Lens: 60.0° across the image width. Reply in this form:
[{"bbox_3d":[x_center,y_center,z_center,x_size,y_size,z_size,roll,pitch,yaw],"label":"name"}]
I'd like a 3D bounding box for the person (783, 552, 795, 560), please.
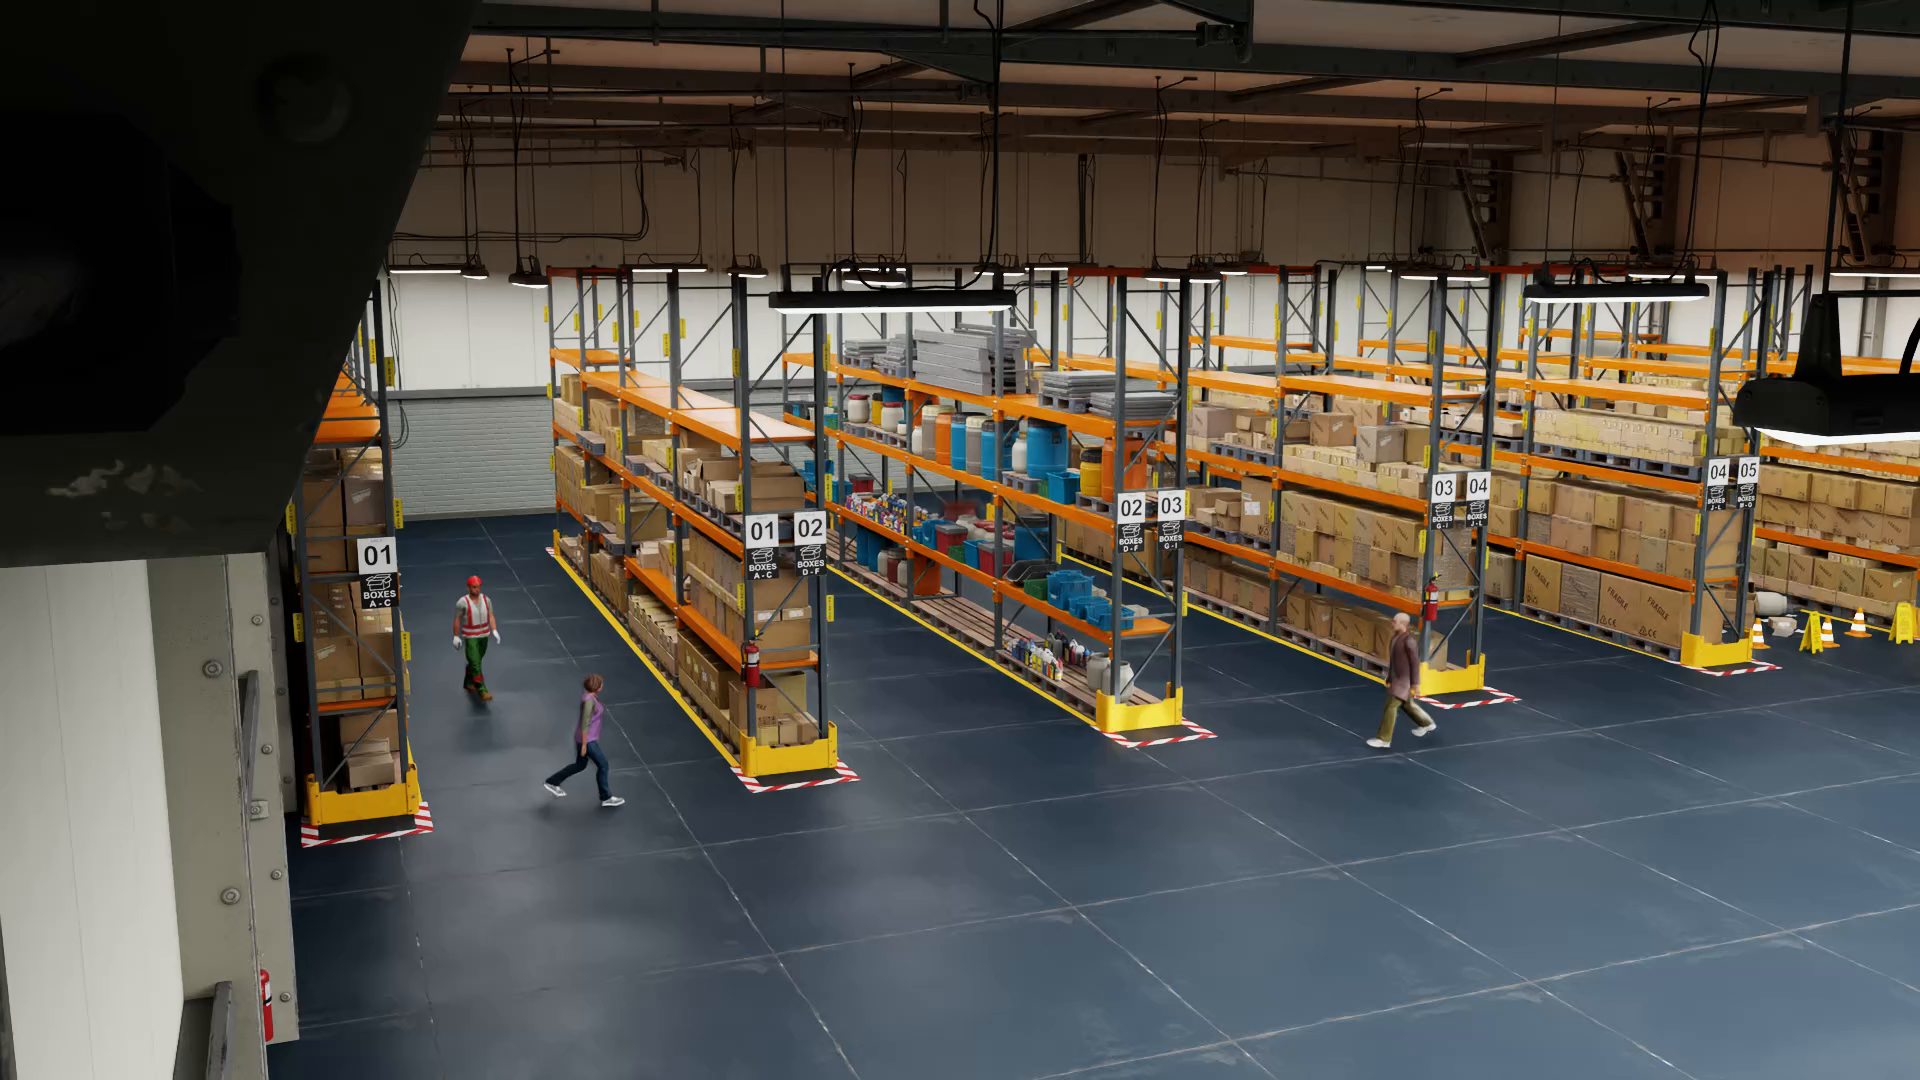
[{"bbox_3d":[-3.287,0.103,31.137,0.557,1.661,1.069,-3,10,-19],"label":"person"}]

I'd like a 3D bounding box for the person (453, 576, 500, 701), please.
[{"bbox_3d":[-6.825,1.369,23.612,1.040,1.731,0.559,8,13,38],"label":"person"}]

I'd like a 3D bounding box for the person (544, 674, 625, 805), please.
[{"bbox_3d":[-4.330,2.299,19.070,0.944,1.502,0.424,0,10,-2],"label":"person"}]

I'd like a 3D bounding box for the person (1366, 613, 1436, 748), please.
[{"bbox_3d":[5.717,1.787,21.366,1.144,1.732,0.585,-3,10,-17],"label":"person"}]
